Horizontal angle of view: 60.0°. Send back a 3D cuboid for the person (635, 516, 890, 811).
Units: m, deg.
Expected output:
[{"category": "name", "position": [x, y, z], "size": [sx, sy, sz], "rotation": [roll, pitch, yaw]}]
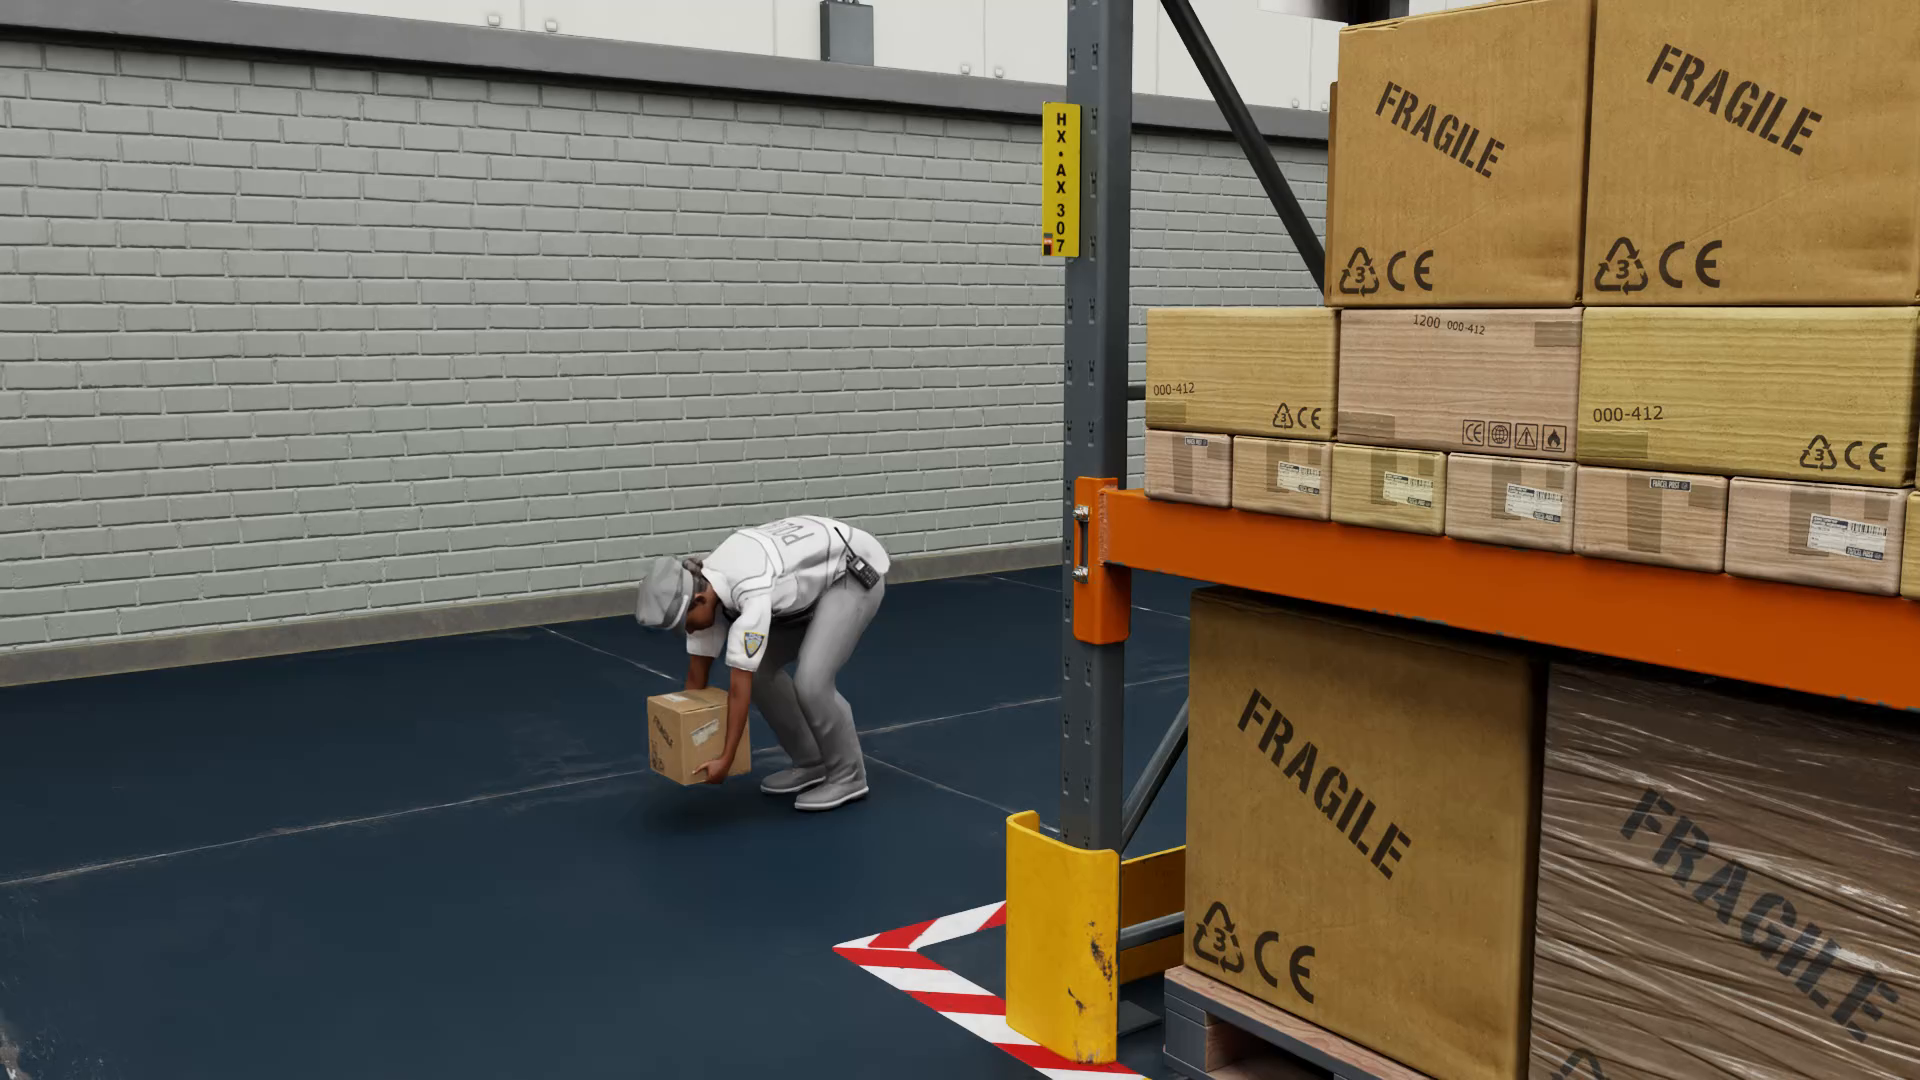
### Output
[{"category": "person", "position": [-0.665, 0.431, 5.676], "size": [0.928, 0.987, 0.449], "rotation": [-6, 10, -38]}]
